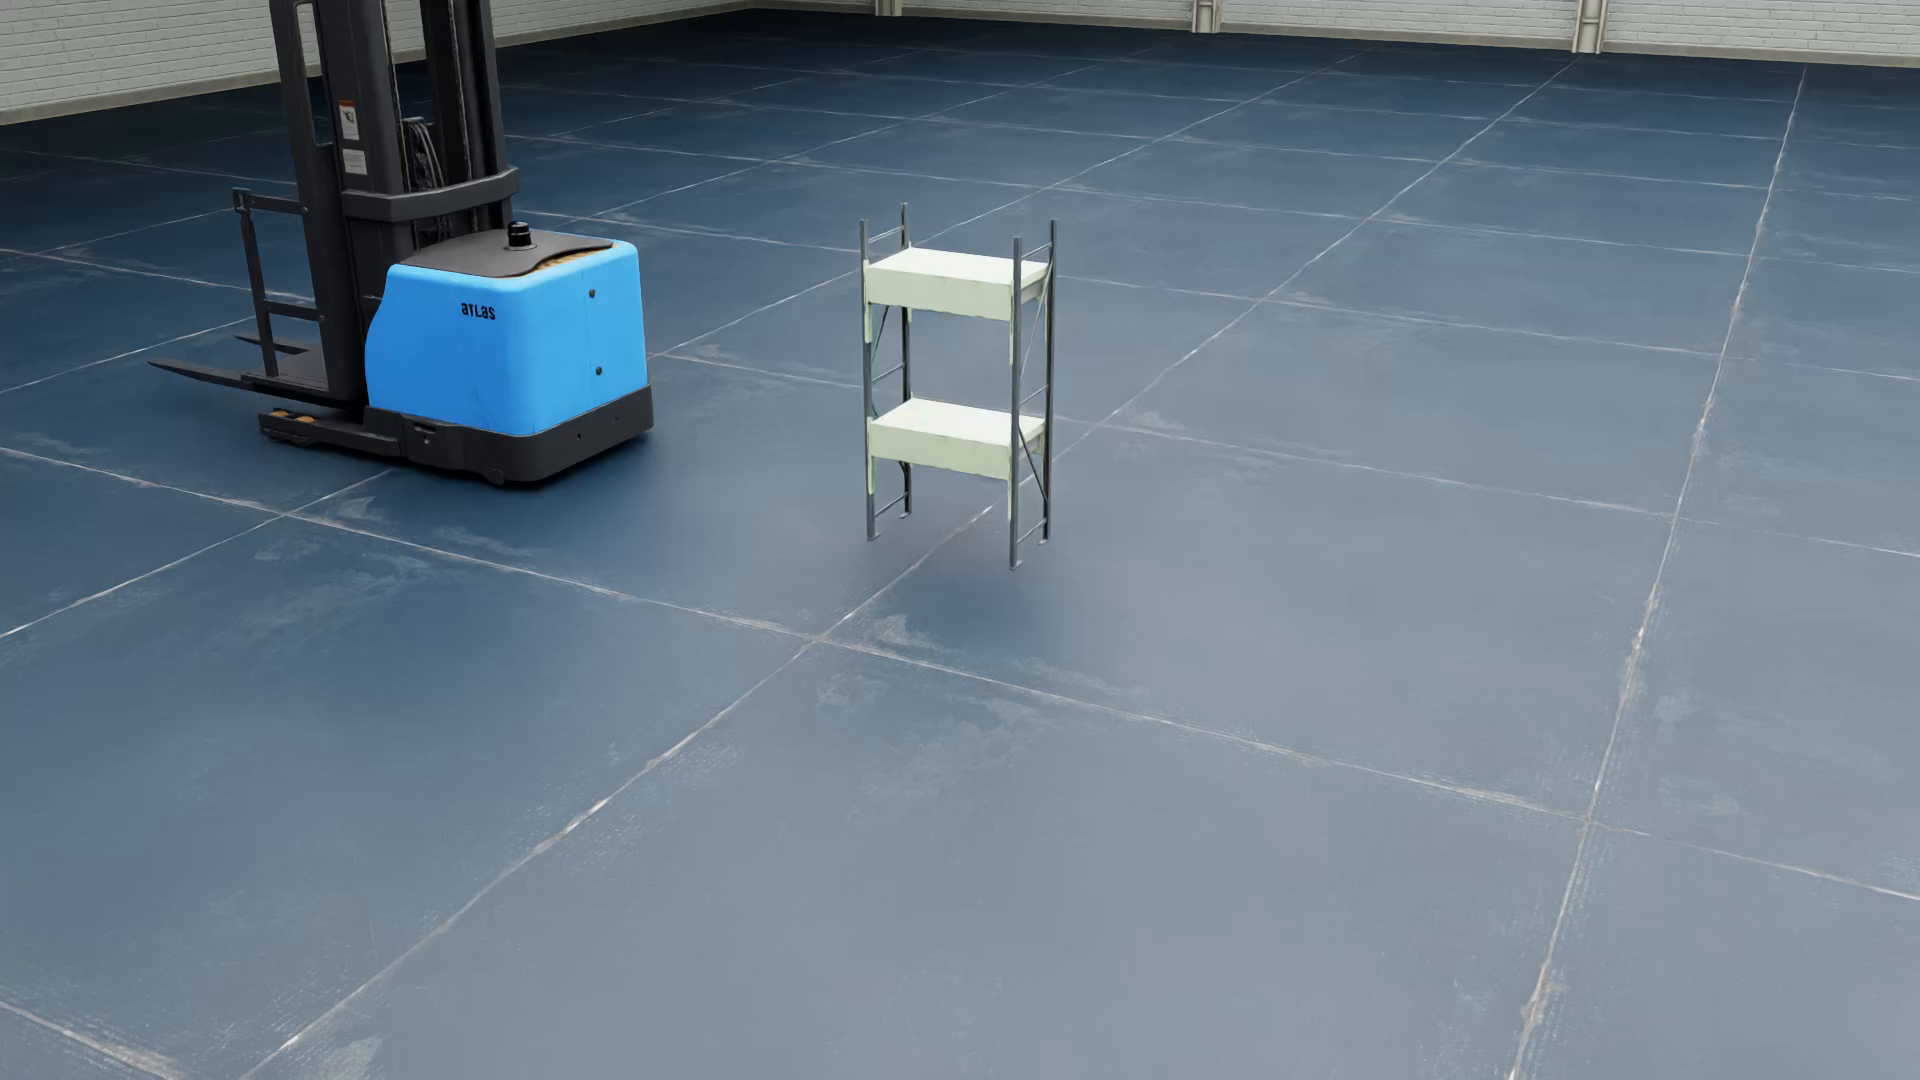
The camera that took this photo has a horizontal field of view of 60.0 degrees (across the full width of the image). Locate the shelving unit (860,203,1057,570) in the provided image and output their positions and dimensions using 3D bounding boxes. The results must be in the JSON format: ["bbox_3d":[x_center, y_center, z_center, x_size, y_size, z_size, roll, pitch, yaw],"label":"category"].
[{"bbox_3d":[-0.006,-0.691,7.459,0.755,1.500,0.431,11,25,25],"label":"shelving unit"}]

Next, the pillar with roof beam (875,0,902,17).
[{"bbox_3d":[-3.226,-12.097,24.697,0.400,9.000,9.100,11,25,25],"label":"pillar with roof beam"}]

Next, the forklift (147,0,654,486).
[{"bbox_3d":[-3.207,-2.015,8.742,3.031,2.935,1.130,12,26,26],"label":"forklift"}]

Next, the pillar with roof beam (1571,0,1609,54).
[{"bbox_3d":[7.483,-9.978,19.714,0.400,9.000,9.100,11,25,25],"label":"pillar with roof beam"}]

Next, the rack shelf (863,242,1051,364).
[{"bbox_3d":[-0.006,-1.050,7.307,0.720,0.370,0.431,11,25,25],"label":"rack shelf"}]

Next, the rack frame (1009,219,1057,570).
[{"bbox_3d":[0.321,-0.627,7.307,0.023,1.500,0.400,11,25,25],"label":"rack frame"}]

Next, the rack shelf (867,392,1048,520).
[{"bbox_3d":[-0.006,-0.391,7.587,0.720,0.370,0.431,11,25,25],"label":"rack shelf"}]

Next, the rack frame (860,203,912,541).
[{"bbox_3d":[-0.333,-0.756,7.611,0.023,1.500,0.400,11,25,25],"label":"rack frame"}]
